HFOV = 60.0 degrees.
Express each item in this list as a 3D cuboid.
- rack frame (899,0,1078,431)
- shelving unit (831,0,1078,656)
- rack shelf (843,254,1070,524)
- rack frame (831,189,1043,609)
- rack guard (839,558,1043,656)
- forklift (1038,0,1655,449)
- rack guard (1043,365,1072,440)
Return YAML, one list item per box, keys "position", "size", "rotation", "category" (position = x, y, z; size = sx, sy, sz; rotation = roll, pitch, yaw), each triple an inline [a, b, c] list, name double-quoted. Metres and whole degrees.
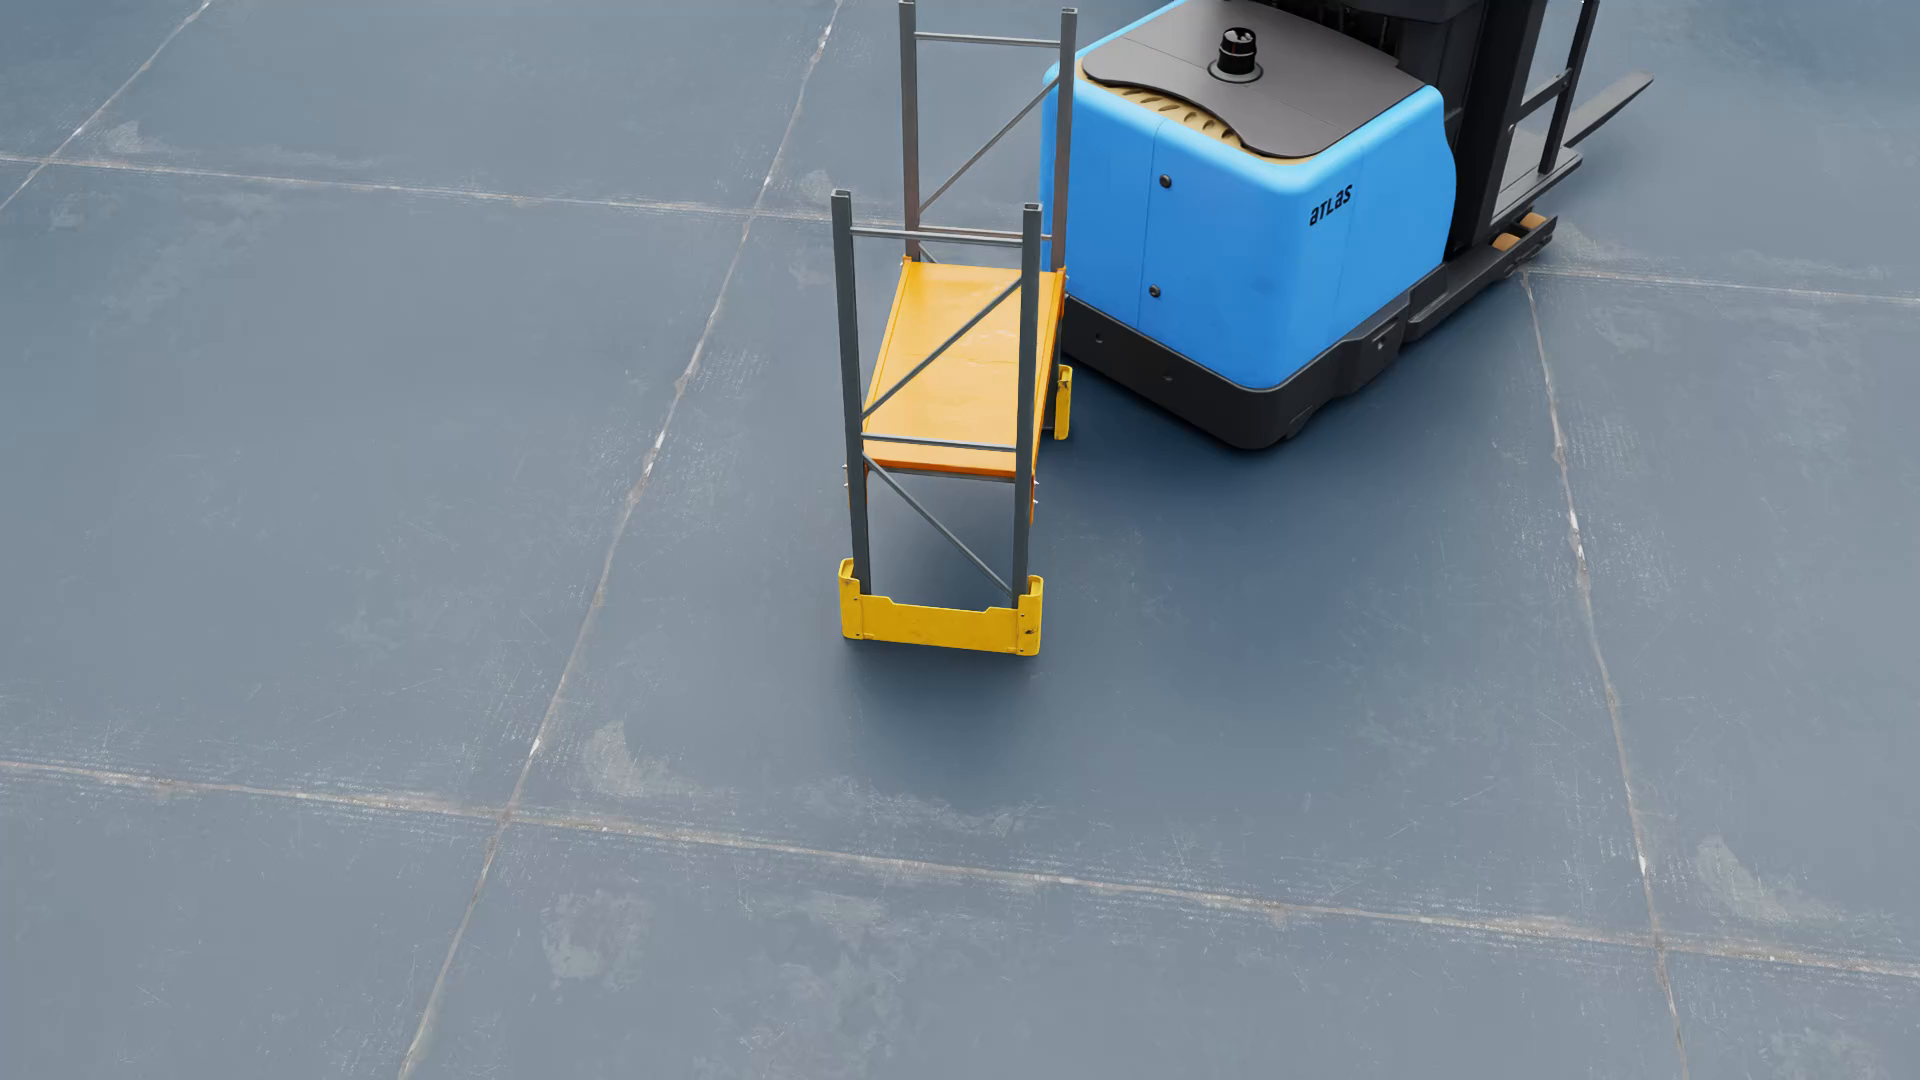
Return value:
- position: [0.078, -0.949, 5.162]
  size: [0.500, 1.500, 0.032]
  rotation: [5, 44, 6]
  category: "rack frame"
- position: [0.010, -0.597, 4.789]
  size: [0.587, 1.500, 1.083]
  rotation: [5, 44, 6]
  category: "shelving unit"
- position: [0.011, -0.472, 4.919]
  size: [0.538, 0.185, 1.000]
  rotation: [5, 44, 6]
  category: "rack shelf"
- position: [-0.056, -0.256, 4.430]
  size: [0.500, 1.500, 0.032]
  rotation: [5, 44, 6]
  category: "rack frame"
- position: [-0.056, 0.197, 4.860]
  size: [0.587, 0.250, 0.087]
  rotation: [5, 44, 6]
  category: "rack guard"
- position: [1.635, -2.278, 5.524]
  size: [1.130, 2.935, 3.031]
  rotation: [34, 53, 30]
  category: "forklift"
- position: [0.076, -0.482, 5.577]
  size: [0.587, 0.250, 0.087]
  rotation: [5, 44, 6]
  category: "rack guard"
